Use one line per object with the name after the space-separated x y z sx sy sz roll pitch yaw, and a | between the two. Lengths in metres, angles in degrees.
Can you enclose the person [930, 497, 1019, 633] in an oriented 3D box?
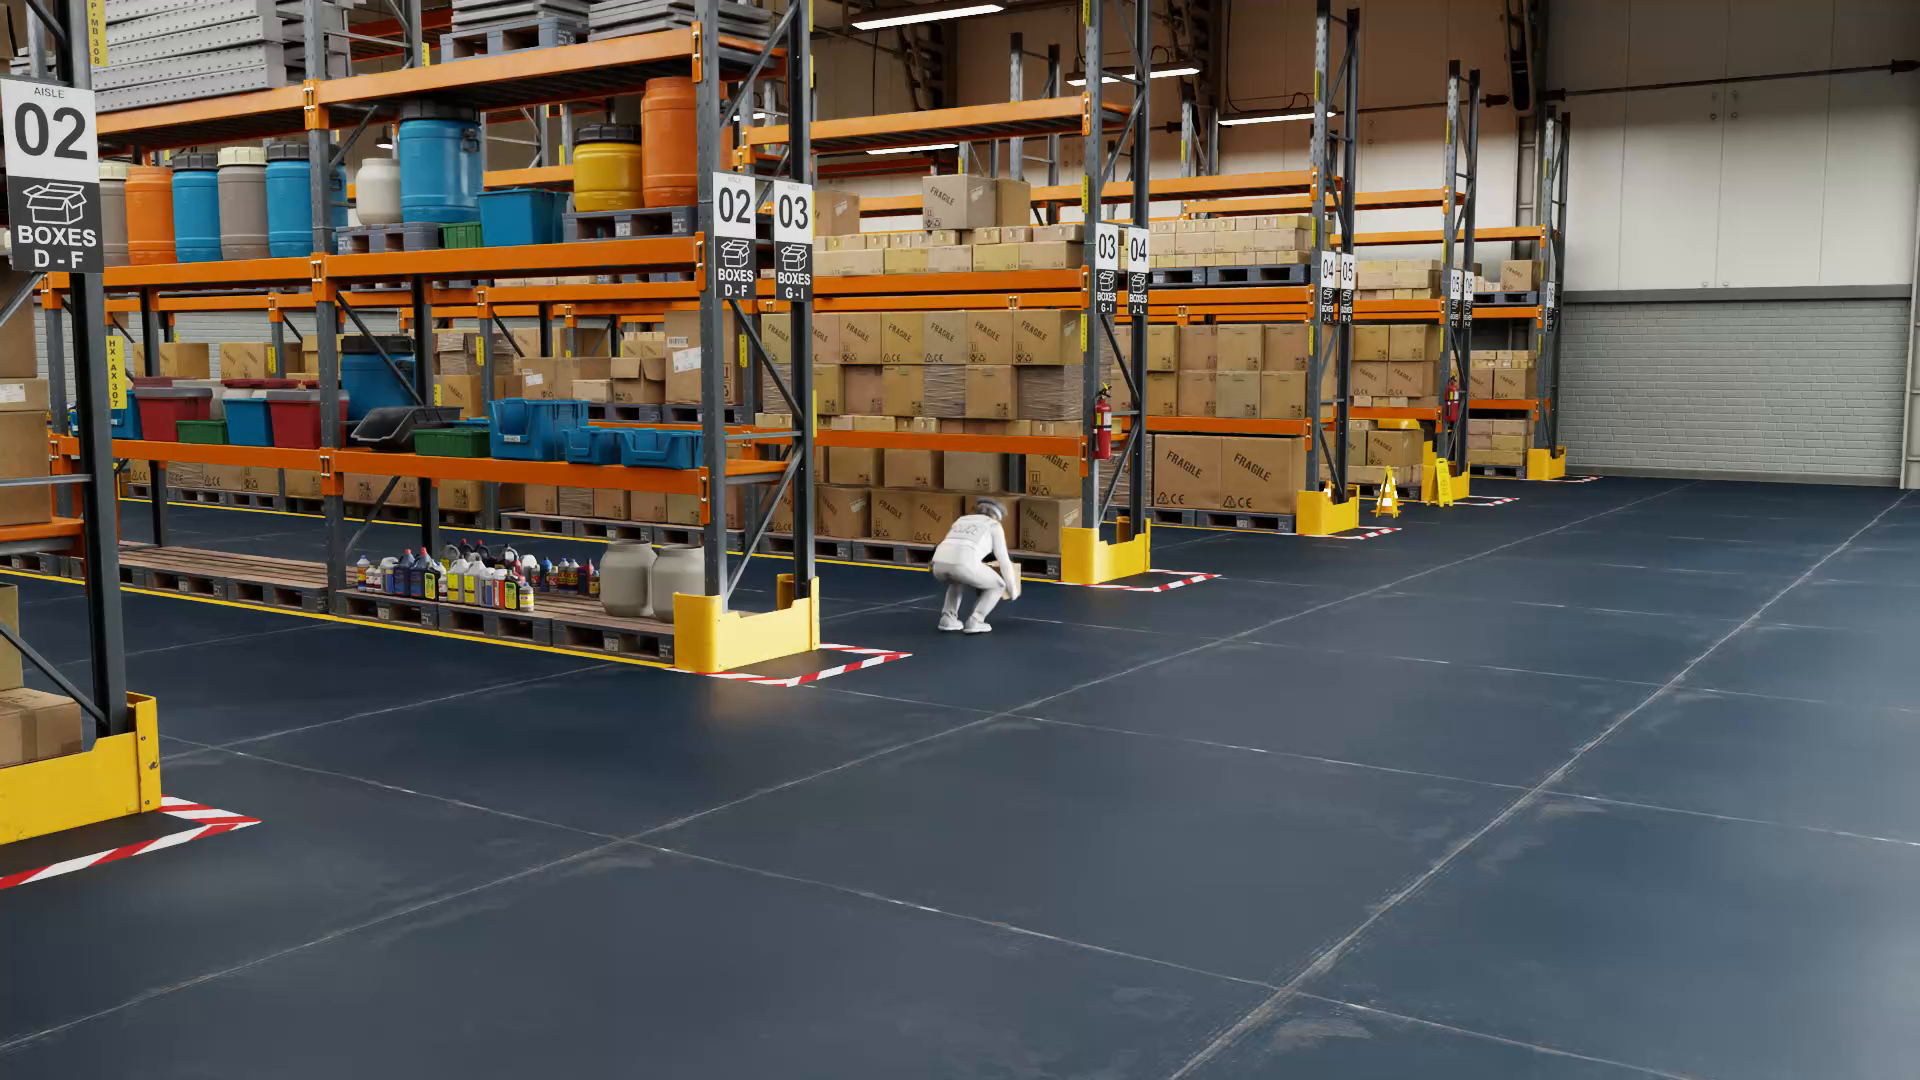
0.104 0.186 12.468 0.459 0.981 0.855 4 8 32 | person
